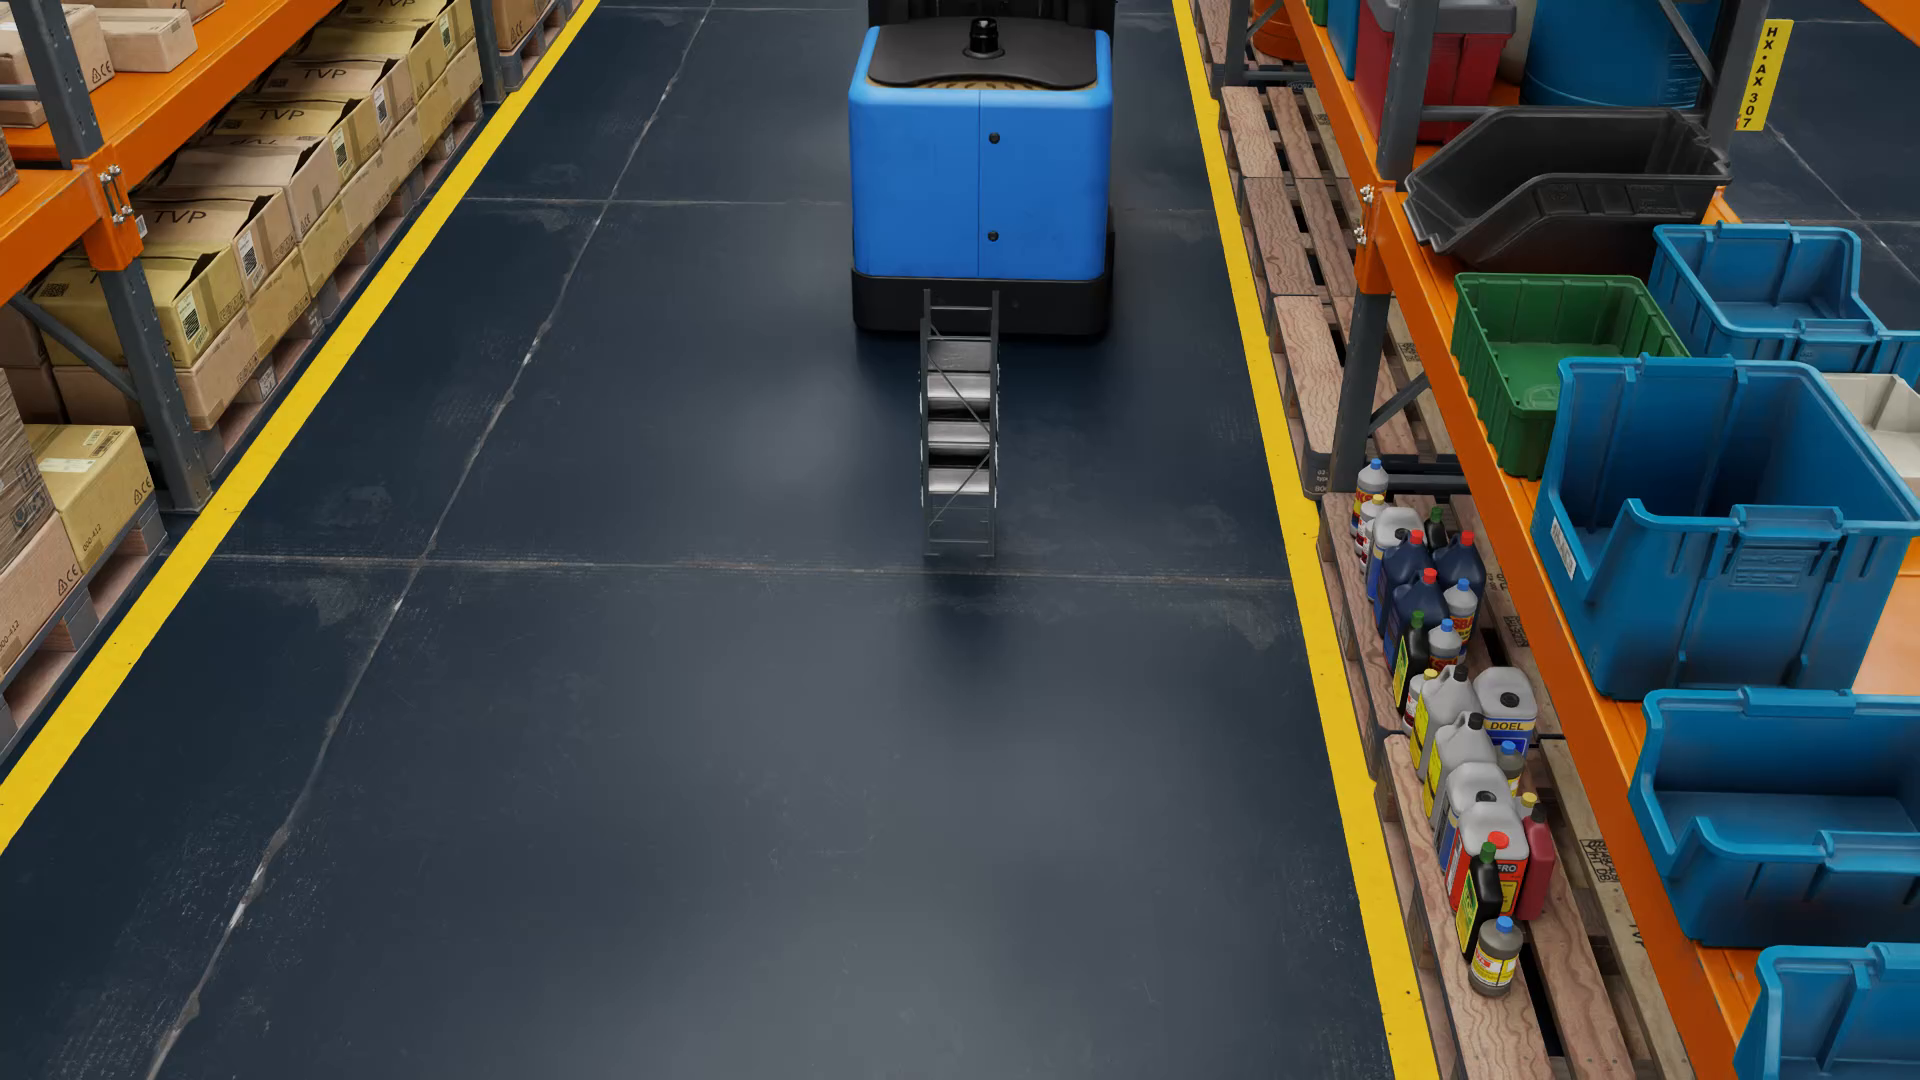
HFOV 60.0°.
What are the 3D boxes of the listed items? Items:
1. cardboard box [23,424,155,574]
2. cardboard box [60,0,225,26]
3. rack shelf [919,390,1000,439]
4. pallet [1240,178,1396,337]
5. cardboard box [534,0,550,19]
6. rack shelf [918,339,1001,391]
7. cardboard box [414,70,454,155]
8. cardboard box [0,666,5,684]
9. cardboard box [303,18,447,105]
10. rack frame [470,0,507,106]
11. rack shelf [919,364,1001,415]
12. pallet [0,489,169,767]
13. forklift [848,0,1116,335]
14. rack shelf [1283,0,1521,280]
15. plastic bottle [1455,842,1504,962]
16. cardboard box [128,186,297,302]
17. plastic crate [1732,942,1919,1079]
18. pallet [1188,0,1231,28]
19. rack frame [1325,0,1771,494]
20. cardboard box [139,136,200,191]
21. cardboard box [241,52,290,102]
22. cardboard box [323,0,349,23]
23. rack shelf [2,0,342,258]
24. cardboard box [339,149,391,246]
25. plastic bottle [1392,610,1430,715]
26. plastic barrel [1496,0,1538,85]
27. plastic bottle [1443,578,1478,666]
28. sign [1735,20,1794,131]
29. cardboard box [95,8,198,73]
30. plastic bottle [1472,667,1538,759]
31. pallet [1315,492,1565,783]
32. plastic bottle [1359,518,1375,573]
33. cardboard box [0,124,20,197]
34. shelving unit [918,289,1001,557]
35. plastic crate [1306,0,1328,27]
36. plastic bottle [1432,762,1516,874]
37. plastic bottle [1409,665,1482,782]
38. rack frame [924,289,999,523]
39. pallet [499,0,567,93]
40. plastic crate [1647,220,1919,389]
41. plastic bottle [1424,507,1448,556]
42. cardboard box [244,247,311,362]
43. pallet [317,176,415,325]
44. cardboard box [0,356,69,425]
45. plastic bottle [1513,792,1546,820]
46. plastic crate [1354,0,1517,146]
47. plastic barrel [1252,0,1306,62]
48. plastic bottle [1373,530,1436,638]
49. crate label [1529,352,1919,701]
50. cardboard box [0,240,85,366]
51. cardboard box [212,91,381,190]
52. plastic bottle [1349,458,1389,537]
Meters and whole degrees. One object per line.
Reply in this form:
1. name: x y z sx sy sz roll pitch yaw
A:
1. cardboard box: -2.984 -0.140 5.366 0.500 0.250 0.500 1 35 2
2. cardboard box: -3.115 -2.149 6.112 0.500 0.500 0.500 4 35 5
3. rack shelf: 0.000 -0.419 5.465 0.258 0.077 0.200 1 35 2
4. pallet: 1.805 -1.262 7.362 1.003 0.211 1.213 1 35 2
5. cardboard box: -2.704 -3.376 9.736 0.500 0.500 0.500 0 35 0
6. rack shelf: 0.000 -0.566 5.362 0.258 0.077 0.200 1 35 2
7. cardboard box: -2.818 -2.105 8.163 0.500 0.250 0.500 1 35 1
8. cardboard box: -3.019 0.435 4.549 0.500 0.250 0.500 1 35 2
9. cardboard box: -2.812 -2.333 8.000 0.500 0.311 0.500 1 35 1
10. rack frame: -3.023 -3.663 8.353 1.000 3.000 0.127 1 35 2
11. rack shelf: 0.000 -0.493 5.414 0.258 0.077 0.200 1 35 2
12. pallet: -3.257 0.232 5.236 1.003 0.211 1.213 1 35 2
13. forklift: 0.153 -2.863 7.274 1.130 2.935 3.031 2 35 2
14. rack shelf: 1.846 -2.103 6.759 1.077 0.370 4.000 1 35 2
15. plastic bottle: 1.227 0.849 3.913 0.061 0.283 0.133 2 35 3
16. cardboard box: -2.893 -1.160 6.330 0.500 0.311 0.500 1 35 1
17. plastic crate: 1.326 0.817 2.109 0.499 0.251 0.616 1 35 2
18. pallet: 1.968 -3.558 10.629 1.003 0.211 1.213 1 35 2
19. rack frame: 1.766 -1.248 4.917 1.000 3.000 0.127 1 35 2
20. cardboard box: -3.417 -1.466 6.765 0.500 0.311 0.500 1 35 2
21. cardboard box: -3.373 -2.050 7.596 0.500 0.311 0.500 0 35 1
22. cardboard box: -3.338 -2.645 8.443 0.500 0.311 0.500 2 35 3
23. rack shelf: -3.103 -2.219 6.924 1.077 0.370 4.000 1 35 2
24. cardboard box: -2.859 -1.521 7.331 0.500 0.250 0.500 2 35 3
25. plastic bottle: 1.263 0.340 4.637 0.061 0.283 0.133 3 35 4
26. plastic barrel: 2.023 -1.848 5.653 0.433 0.535 0.433 0 35 0
27. plastic bottle: 1.433 0.229 4.806 0.097 0.271 0.097 0 35 0
28. sign: 2.315 -1.342 4.810 0.100 0.325 0.005 1 35 2
29. cardboard box: -2.944 -1.766 5.873 0.380 0.149 0.250 1 35 2
30. plastic bottle: 1.443 0.482 4.441 0.152 0.276 0.135 1 35 2
31. pallet: 1.697 0.278 5.171 1.003 0.211 1.213 1 35 2
32. plastic bottle: 1.307 0.007 5.183 0.097 0.201 0.097 0 35 0
33. cardboard box: -3.195 -1.150 4.691 0.700 0.500 0.500 0 35 1
34. shelving unit: 0.000 -0.373 5.498 0.258 0.900 0.210 1 35 2
35. plastic crate: 1.553 -2.168 6.411 0.450 0.188 0.662 1 35 2
36. plastic bottle: 1.284 0.695 4.138 0.152 0.276 0.135 0 35 1
37. plastic bottle: 1.294 0.463 4.404 0.144 0.351 0.185 1 35 2
38. rack frame: 0.004 -0.431 5.581 0.240 0.900 0.006 1 35 2
39. pallet: -2.955 -2.950 9.764 1.003 0.211 1.213 1 35 2
40. plastic crate: 1.992 -0.545 4.046 0.499 0.251 0.616 1 35 2
41. plastic bottle: 1.435 0.045 5.057 0.061 0.283 0.133 1 35 2
42. cardboard box: -2.898 -0.931 6.492 0.500 0.250 0.500 2 35 3
43. pallet: -3.147 -1.350 7.488 1.003 0.211 1.213 1 35 2
44. cardboard box: -3.457 -0.656 6.101 0.500 0.250 0.500 1 35 1
45. plastic bottle: 1.409 0.718 4.170 0.097 0.201 0.097 0 35 0
46. plastic crate: 1.479 -1.559 5.304 0.402 0.464 0.583 1 35 2
47. plastic barrel: 1.929 -3.111 9.091 0.600 0.830 0.708 1 35 2
48. plastic bottle: 1.318 0.110 4.906 0.144 0.351 0.185 2 35 3
49. crate label: 1.409 -0.028 3.150 0.502 0.435 0.616 1 35 2
50. cardboard box: -3.454 -0.880 5.932 0.500 0.311 0.500 1 35 2
51. cardboard box: -2.858 -1.756 7.178 0.500 0.311 0.500 2 35 3
52. plastic bottle: 1.315 -0.139 5.329 0.097 0.271 0.097 0 35 0
